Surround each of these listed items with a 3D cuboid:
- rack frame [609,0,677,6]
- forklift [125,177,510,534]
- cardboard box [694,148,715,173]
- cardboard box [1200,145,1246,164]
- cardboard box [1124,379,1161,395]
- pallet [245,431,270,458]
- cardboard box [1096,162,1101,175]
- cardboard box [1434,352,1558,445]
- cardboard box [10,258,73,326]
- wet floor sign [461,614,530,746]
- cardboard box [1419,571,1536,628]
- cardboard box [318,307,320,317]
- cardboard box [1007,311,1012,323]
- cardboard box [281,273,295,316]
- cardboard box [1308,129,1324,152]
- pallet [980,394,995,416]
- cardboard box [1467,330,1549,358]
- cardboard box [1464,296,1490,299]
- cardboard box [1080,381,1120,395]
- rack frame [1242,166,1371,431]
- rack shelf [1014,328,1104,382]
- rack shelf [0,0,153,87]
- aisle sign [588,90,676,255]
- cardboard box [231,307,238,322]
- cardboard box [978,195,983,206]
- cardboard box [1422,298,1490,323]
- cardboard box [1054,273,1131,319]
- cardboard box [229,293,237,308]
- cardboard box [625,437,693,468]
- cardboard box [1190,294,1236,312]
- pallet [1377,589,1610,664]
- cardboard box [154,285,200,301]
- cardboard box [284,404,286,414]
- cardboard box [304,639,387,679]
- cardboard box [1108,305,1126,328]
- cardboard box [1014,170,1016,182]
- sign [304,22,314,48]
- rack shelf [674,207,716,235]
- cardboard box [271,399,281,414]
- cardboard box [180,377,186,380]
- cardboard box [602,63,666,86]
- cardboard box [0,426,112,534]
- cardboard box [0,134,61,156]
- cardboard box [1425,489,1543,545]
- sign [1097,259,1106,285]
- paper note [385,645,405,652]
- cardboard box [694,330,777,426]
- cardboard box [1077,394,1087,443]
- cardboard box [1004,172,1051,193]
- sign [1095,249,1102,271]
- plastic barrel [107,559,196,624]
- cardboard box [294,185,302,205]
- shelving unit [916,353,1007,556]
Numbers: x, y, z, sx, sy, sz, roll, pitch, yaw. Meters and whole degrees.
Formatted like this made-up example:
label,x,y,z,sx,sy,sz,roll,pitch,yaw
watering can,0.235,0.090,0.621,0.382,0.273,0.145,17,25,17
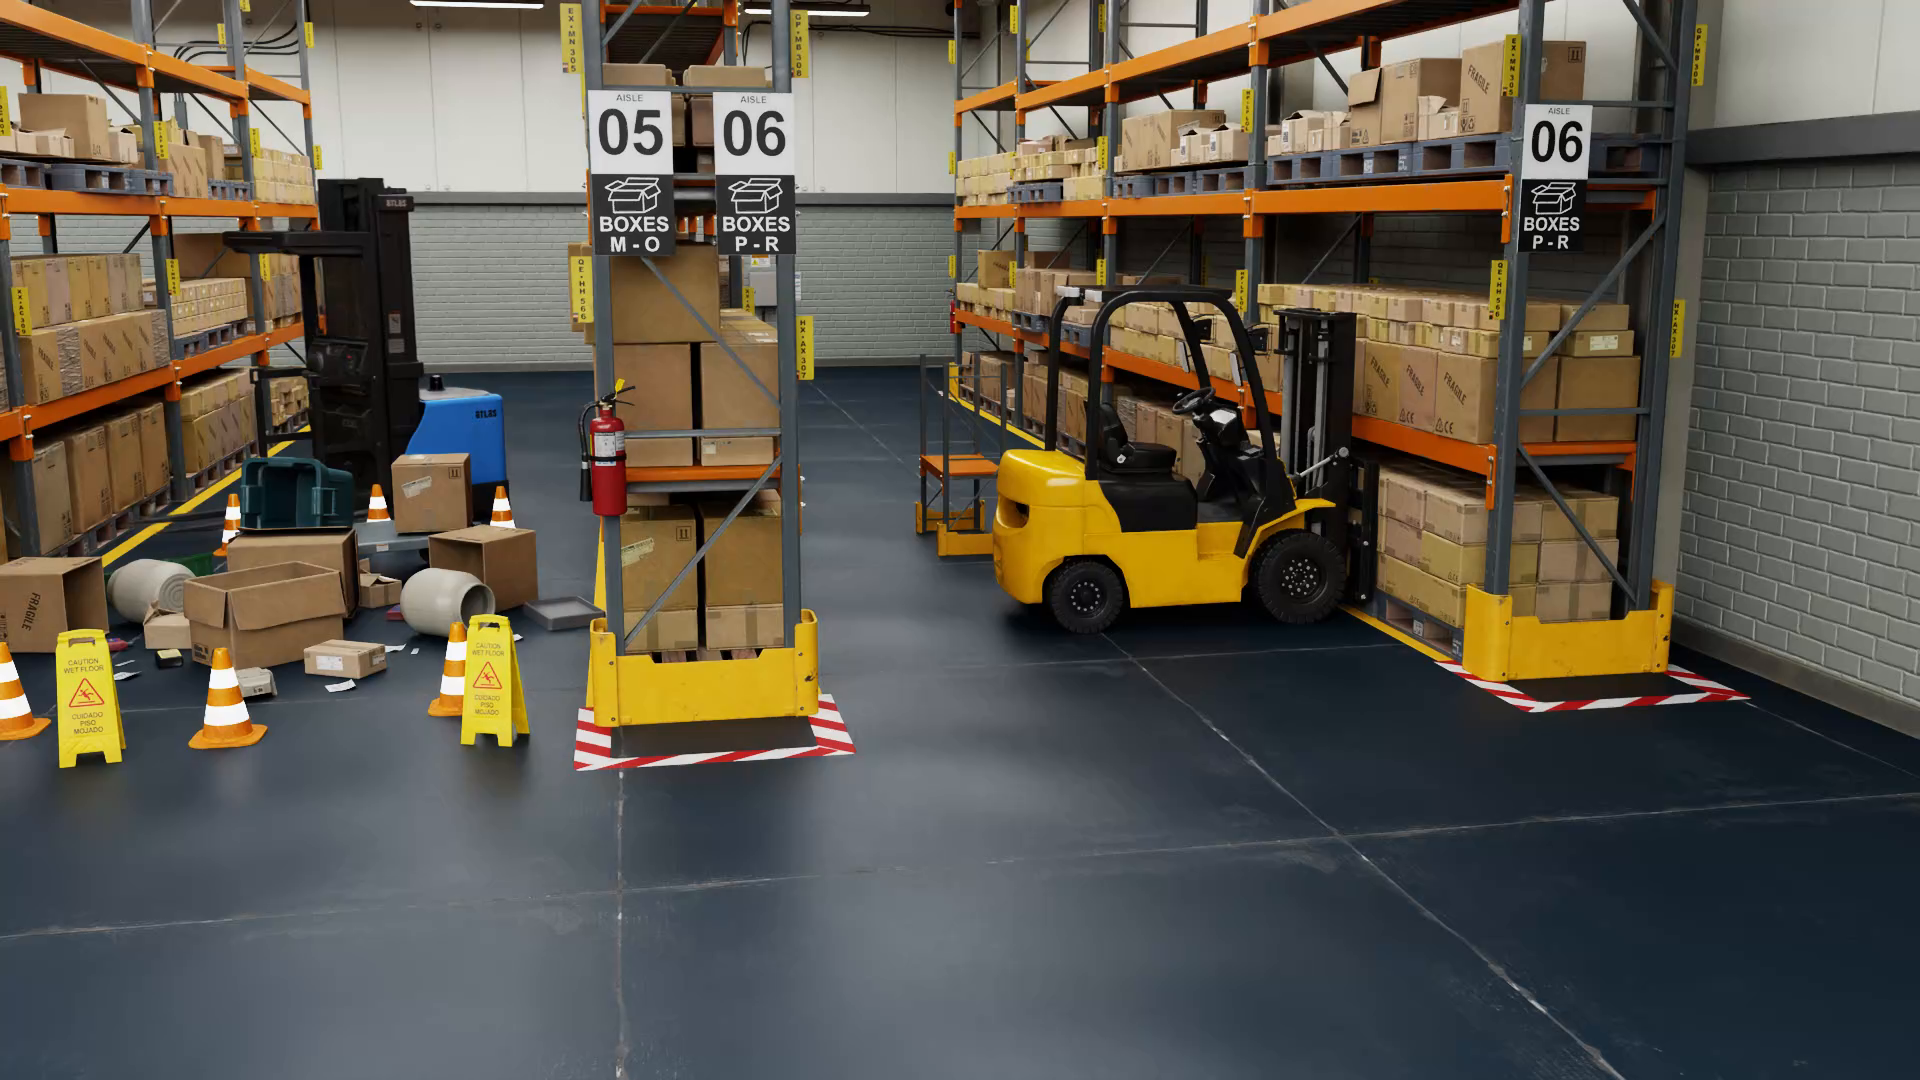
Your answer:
label,x,y,z,sx,sy,sz,roll,pitch,yaw
rack frame,-4.447,-6.423,23.377,1.000,3.000,0.127,-2,11,-11
forklift,-5.395,-1.530,13.896,1.130,2.935,3.031,9,14,40
cardboard box,-1.220,-2.009,8.881,0.380,0.149,0.250,-2,11,-13
cardboard box,2.243,-3.253,14.023,0.380,0.149,0.250,-2,11,-11
cardboard box,2.029,-1.687,18.363,0.380,0.149,0.250,-2,11,-10
pallet,-8.352,-1.031,18.551,1.003,0.211,1.213,-2,11,-11
cardboard box,1.640,-3.890,17.427,0.380,0.149,0.250,-2,11,-12
cardboard box,3.179,-0.853,9.887,0.500,0.500,0.500,-2,11,-12
cardboard box,-7.252,-1.895,12.688,0.700,0.500,0.500,-2,11,-11
wet floor sign,-2.348,0.689,8.353,0.267,0.644,0.232,2,11,9
cardboard box,3.131,0.347,10.083,0.500,0.250,0.500,-2,11,-11
cardboard box,-8.943,-3.105,22.658,0.380,0.149,0.250,-2,11,-11
cardboard box,0.817,-2.897,21.565,0.380,0.149,0.250,-2,11,-9
cardboard box,-8.520,-3.023,20.496,0.500,0.500,0.500,-2,11,-12
cardboard box,2.694,-2.828,11.790,0.380,0.149,0.250,-2,11,-9
pallet,0.825,-1.904,23.136,1.003,0.211,1.213,-2,11,-11
cardboard box,3.190,-1.144,9.683,0.380,0.149,0.250,-2,11,-10
cardboard box,3.485,-1.497,10.740,0.380,0.149,0.250,-2,11,-9
cardboard box,1.541,-1.667,18.262,0.380,0.149,0.250,-2,11,-13
rack frame,2.755,-1.457,13.327,1.000,3.000,0.127,-2,11,-11
rack shelf,1.588,-2.204,19.176,1.077,0.370,4.000,-2,11,-11
rack shelf,-7.338,-3.841,12.803,1.077,0.370,4.000,-2,11,-11
aisle sign,-1.608,-1.797,8.162,0.394,0.787,0.004,-2,11,-11
cardboard box,-8.136,-2.468,18.189,0.380,0.149,0.250,-2,11,-11
cardboard box,0.458,-4.656,22.786,0.380,0.149,0.250,-2,11,-11
cardboard box,3.125,-1.434,10.412,0.380,0.149,0.250,-2,11,-11
cardboard box,1.478,-2.740,18.670,0.797,0.503,0.637,-2,11,-12
cardboard box,-8.136,-2.613,18.158,0.380,0.149,0.250,-2,11,-9
cardboard box,-1.618,-0.479,8.863,0.380,0.149,0.250,-2,11,-9
cardboard box,2.236,-2.066,14.527,0.380,0.149,0.250,-2,11,-12
pallet,3.343,0.508,10.462,1.003,0.211,1.213,-2,11,-11
cardboard box,-7.831,-2.470,16.608,0.380,0.149,0.250,-2,11,-8
cardboard box,-8.597,-1.614,20.654,0.380,0.149,0.250,-3,11,-13
cardboard box,-3.572,0.692,9.663,0.380,0.149,0.250,4,11,18
cardboard box,1.799,-2.271,16.669,0.500,0.250,0.500,-2,11,-11
cardboard box,0.867,-4.460,20.366,0.380,0.149,0.250,-2,11,-10
sign,-8.735,-6.778,22.318,0.100,0.325,0.005,-2,11,-11
rack shelf,-2.502,-2.762,14.089,1.077,0.370,4.000,-2,11,-11
cardboard box,-8.262,-1.574,19.650,0.380,0.149,0.250,-2,11,-8
cardboard box,-8.420,-1.554,17.397,0.500,0.250,0.500,-2,11,-9
cardboard box,-1.691,-2.335,8.458,0.380,0.149,0.250,-2,11,-10
cardboard box,-7.342,-0.466,13.014,1.050,0.750,0.750,-2,11,-11
cardboard box,-6.967,-2.949,12.426,0.380,0.149,0.250,-2,11,-11
cardboard box,3.137,-0.143,9.981,0.500,0.250,0.500,-2,11,-9
sign,1.446,-2.699,16.968,0.100,0.325,0.005,-2,11,-11
paper note,-3.490,0.660,10.177,0.148,0.019,0.142,2,11,9
cardboard box,-1.259,-0.929,9.491,0.500,0.500,0.500,-2,11,-9
cardboard box,1.597,-1.330,18.226,0.500,0.500,0.500,-2,11,-12
cardboard box,0.859,-4.549,21.158,0.500,0.250,0.500,-2,11,-11
sign,1.742,-3.513,21.037,0.100,0.325,0.005,-2,11,-11
plastic barrel,-5.224,0.341,10.772,0.512,0.421,0.421,6,12,28
cardboard box,-8.745,-4.419,21.270,0.500,0.250,0.500,-2,11,-9
shelving unit,0.015,-0.723,13.483,0.587,1.500,1.083,-2,11,-11
